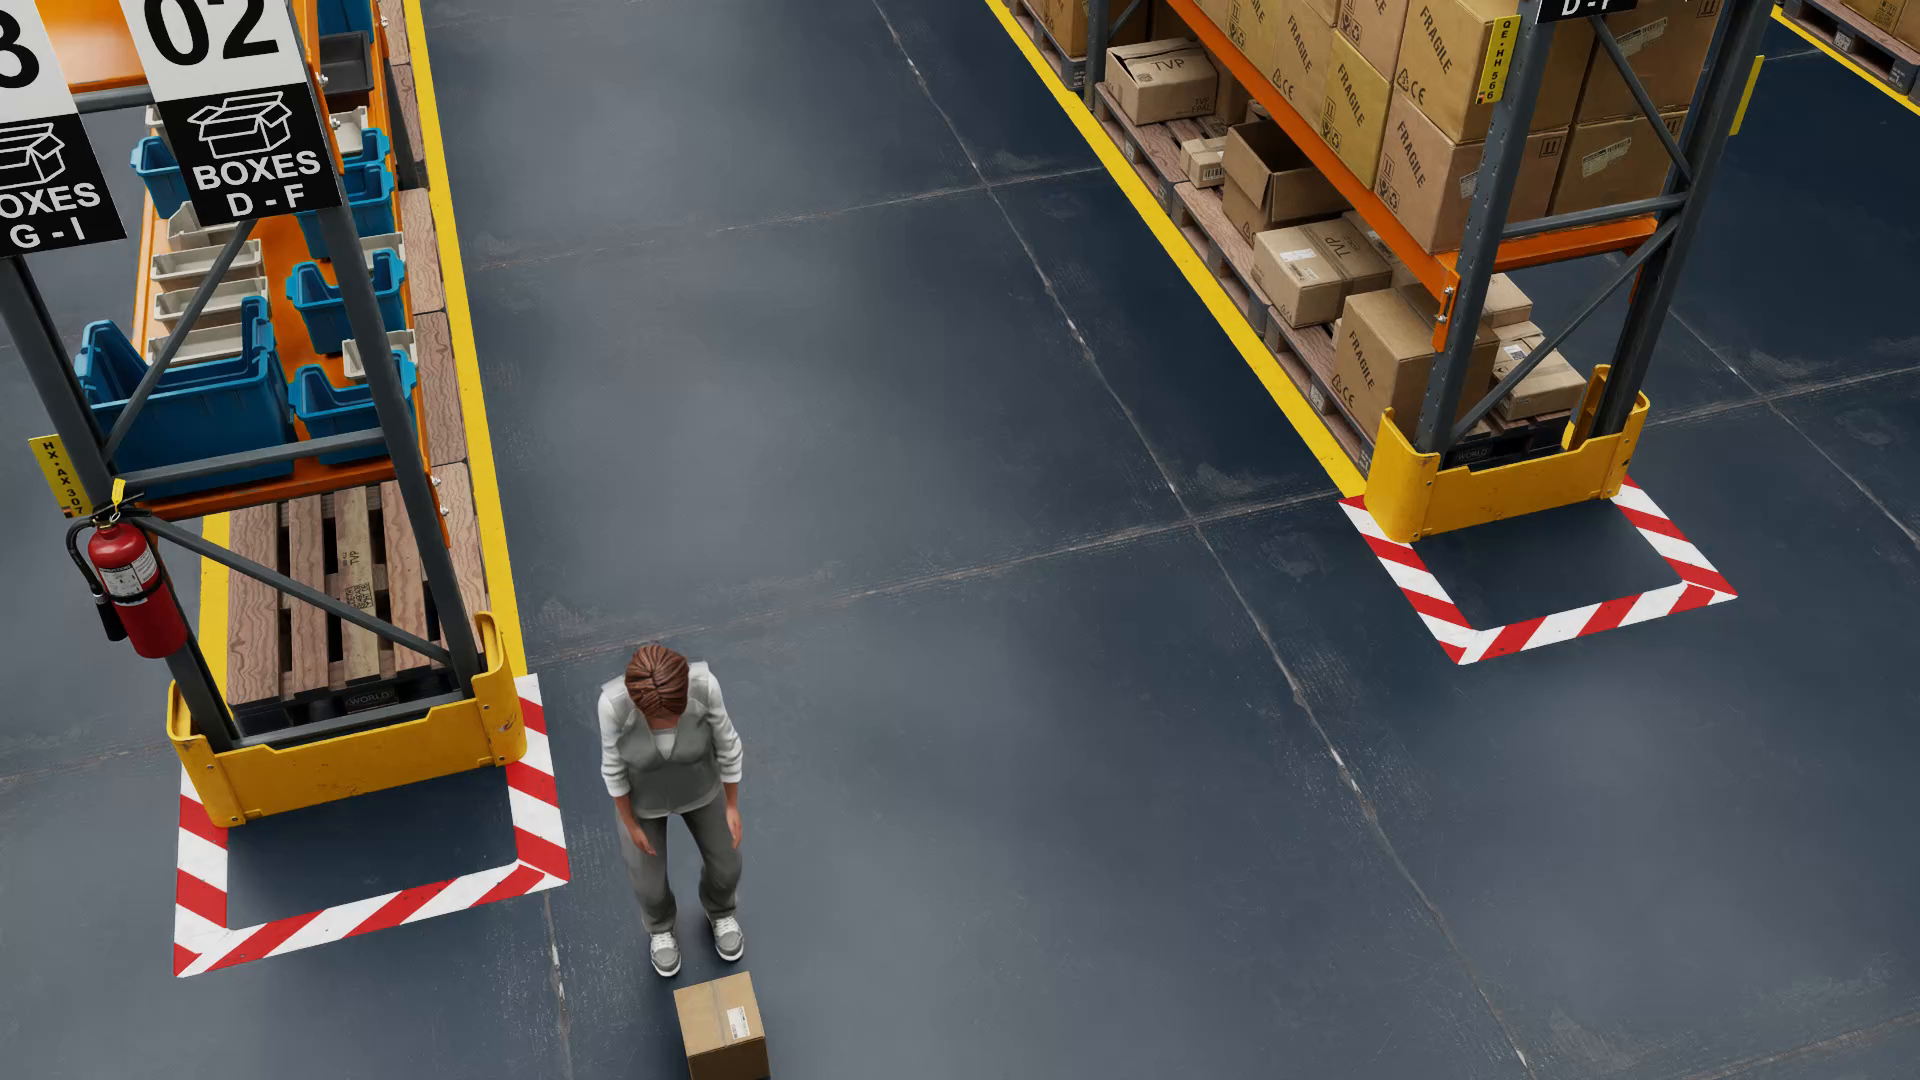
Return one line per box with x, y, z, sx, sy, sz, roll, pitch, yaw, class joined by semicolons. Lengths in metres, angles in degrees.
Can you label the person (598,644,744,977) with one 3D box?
-0.896;0.834;5.319;0.433;1.538;0.417;-11;44;-12;person
